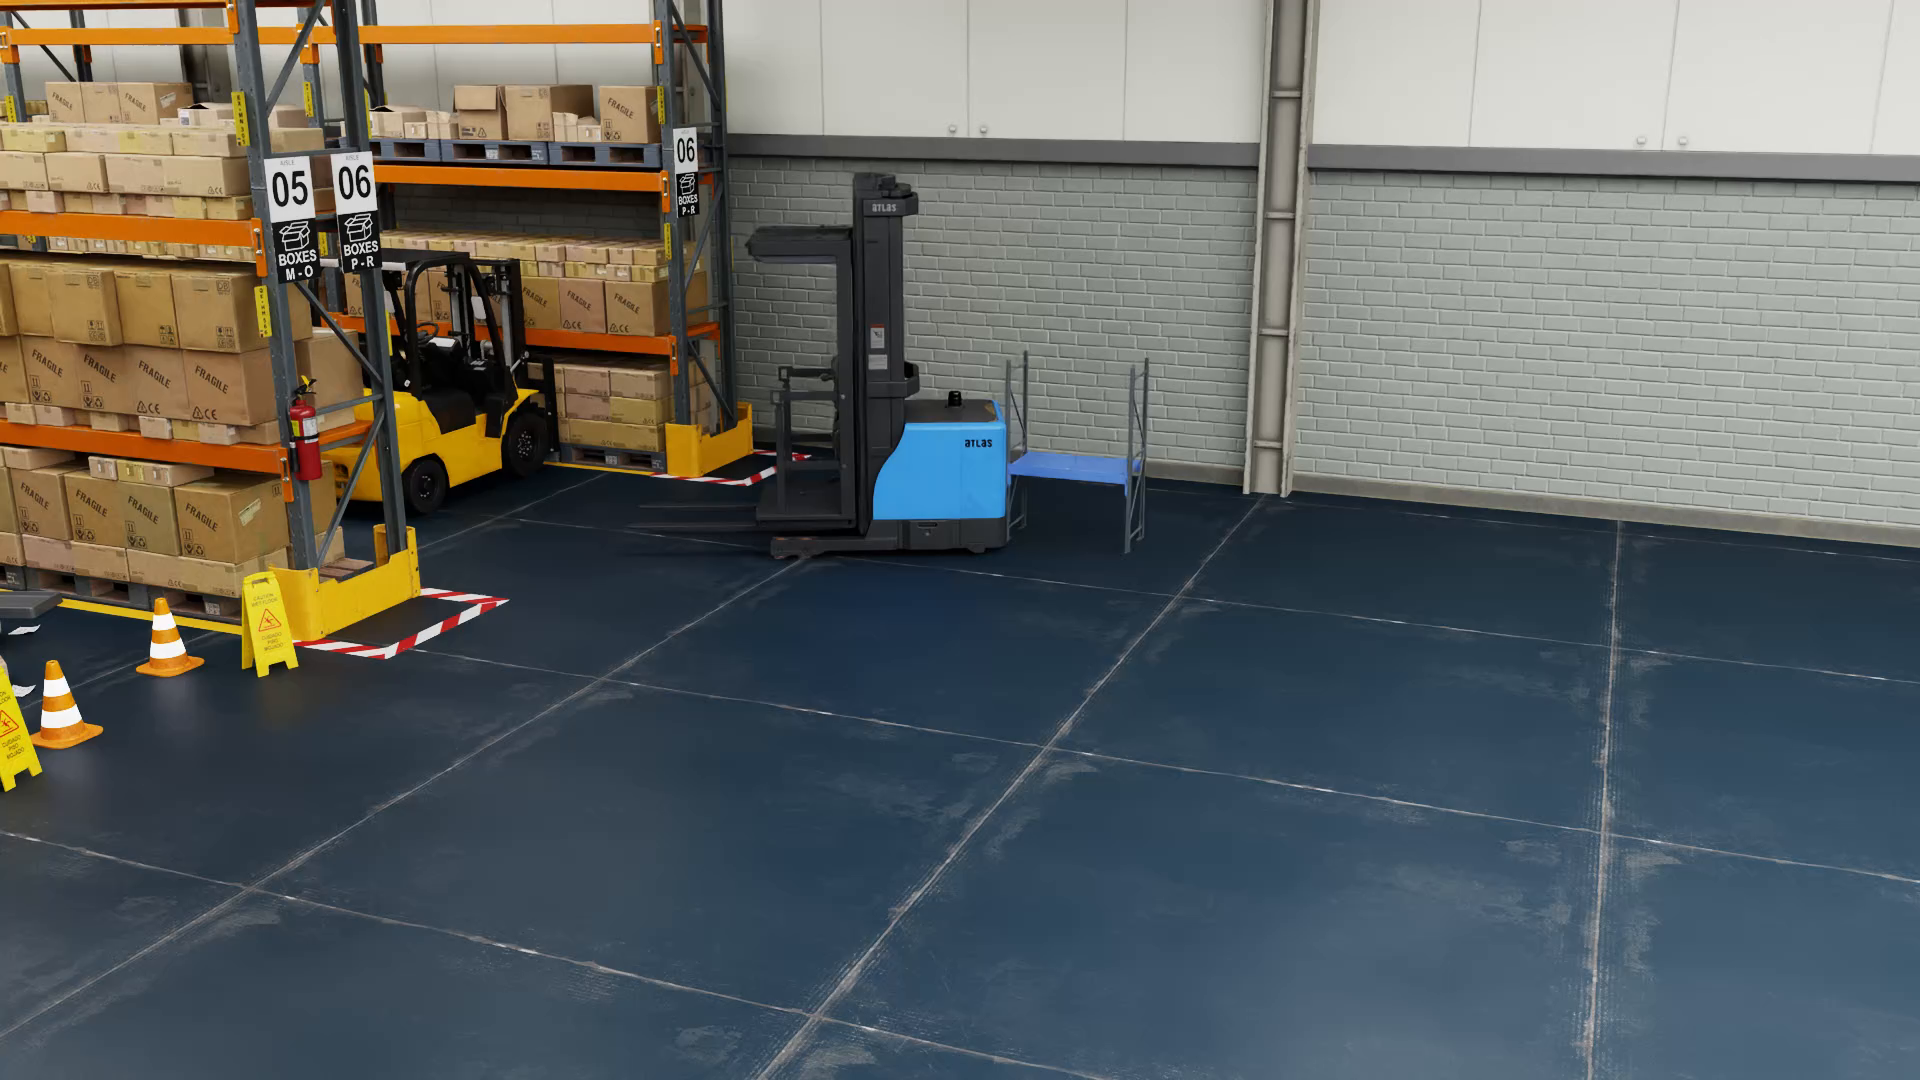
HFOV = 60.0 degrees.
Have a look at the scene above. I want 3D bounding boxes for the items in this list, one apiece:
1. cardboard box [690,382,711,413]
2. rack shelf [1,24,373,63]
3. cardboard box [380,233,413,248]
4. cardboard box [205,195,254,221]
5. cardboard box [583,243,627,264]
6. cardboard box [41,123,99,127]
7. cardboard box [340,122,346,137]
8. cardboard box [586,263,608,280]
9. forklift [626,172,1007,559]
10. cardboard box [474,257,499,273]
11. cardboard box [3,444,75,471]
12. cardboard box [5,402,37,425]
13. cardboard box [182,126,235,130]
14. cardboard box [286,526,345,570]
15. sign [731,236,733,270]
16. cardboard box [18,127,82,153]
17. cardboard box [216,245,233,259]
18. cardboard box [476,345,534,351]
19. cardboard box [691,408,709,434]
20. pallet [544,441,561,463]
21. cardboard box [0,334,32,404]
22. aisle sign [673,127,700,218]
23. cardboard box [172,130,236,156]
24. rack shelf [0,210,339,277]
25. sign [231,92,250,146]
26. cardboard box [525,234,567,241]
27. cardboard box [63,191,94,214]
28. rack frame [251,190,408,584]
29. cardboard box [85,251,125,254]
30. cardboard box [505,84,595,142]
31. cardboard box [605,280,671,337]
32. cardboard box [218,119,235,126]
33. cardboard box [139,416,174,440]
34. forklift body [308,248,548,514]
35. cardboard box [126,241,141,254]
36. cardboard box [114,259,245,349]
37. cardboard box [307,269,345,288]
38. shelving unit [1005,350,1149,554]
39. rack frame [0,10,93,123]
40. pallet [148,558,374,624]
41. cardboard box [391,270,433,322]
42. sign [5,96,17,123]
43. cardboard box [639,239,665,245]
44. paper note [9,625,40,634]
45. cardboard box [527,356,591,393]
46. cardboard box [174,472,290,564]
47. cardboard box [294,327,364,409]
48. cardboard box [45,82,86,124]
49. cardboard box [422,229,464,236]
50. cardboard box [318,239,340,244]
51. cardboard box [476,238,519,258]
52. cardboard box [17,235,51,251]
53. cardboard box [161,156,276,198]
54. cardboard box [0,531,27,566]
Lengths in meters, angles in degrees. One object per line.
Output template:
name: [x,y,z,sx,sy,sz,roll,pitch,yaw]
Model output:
cardboard box: [-2.813,-1.417,16.457,0.500,0.250,0.500,7,17,22]
rack shelf: [-8.033,-5.151,17.285,4.000,0.370,1.077,6,17,21]
cardboard box: [-5.702,-2.997,16.742,0.250,0.149,0.380,7,17,21]
cardboard box: [-4.704,-2.190,10.908,0.250,0.149,0.380,6,17,21]
cardboard box: [-3.357,-2.715,15.770,0.250,0.149,0.380,7,17,22]
cardboard box: [-6.384,-2.927,12.017,0.250,0.149,0.380,6,17,21]
cardboard box: [-5.867,-4.048,16.375,0.250,0.149,0.380,7,17,22]
cardboard box: [-3.345,-2.577,15.828,0.250,0.149,0.380,7,17,22]
forklift: [-1.156,-1.408,13.265,3.031,2.935,1.130,-1,16,-2]
cardboard box: [-4.542,-2.699,16.246,0.250,0.149,0.380,6,17,19]
cardboard box: [-6.716,-0.631,12.136,0.250,0.149,0.380,7,18,24]
cardboard box: [-6.629,-0.946,12.003,0.250,0.149,0.380,6,17,21]
cardboard box: [-5.182,-2.807,11.601,0.250,0.149,0.380,6,17,20]
cardboard box: [-4.919,0.058,12.271,0.500,0.250,0.500,6,17,20]
sign: [-2.243,-2.791,16.213,0.005,0.325,0.100,6,17,21]
cardboard box: [-6.131,-2.715,11.287,0.250,0.149,0.380,7,18,22]
cardboard box: [-7.541,-3.036,17.409,0.250,0.149,0.380,6,17,19]
cardboard box: [-4.702,-1.861,17.090,0.500,0.250,0.500,6,17,21]
cardboard box: [-2.837,-1.176,16.524,0.500,0.250,0.500,6,17,21]
pallet: [-4.310,-1.048,16.903,1.213,0.211,1.003,6,17,21]
cardboard box: [-6.746,-1.289,12.021,0.500,0.500,0.500,6,17,20]
aisle sign: [-2.498,-3.360,15.203,0.004,0.787,0.394,6,17,21]
cardboard box: [-4.918,-2.604,10.902,0.250,0.149,0.380,7,17,22]
rack shelf: [-6.130,-2.206,11.802,4.000,0.370,1.077,6,17,21]
sign: [-4.492,-2.630,10.385,0.005,0.325,0.100,6,17,21]
cardboard box: [-4.114,-2.952,16.585,0.250,0.149,0.380,6,17,21]
cardboard box: [-5.885,-2.328,11.384,0.250,0.149,0.380,6,17,19]
rack frame: [-4.270,-0.906,11.415,0.127,3.000,1.000,6,17,21]
cardboard box: [-9.105,-3.020,18.069,0.500,0.250,0.500,7,18,22]
cardboard box: [-3.869,-4.045,15.735,0.500,0.500,0.700,6,17,21]
cardboard box: [-3.006,-2.224,15.776,0.500,0.500,0.500,6,17,19]
cardboard box: [-7.307,-4.207,16.921,0.250,0.149,0.380,6,17,20]
cardboard box: [-5.454,-0.816,11.554,0.250,0.149,0.380,7,17,22]
forklift body: [-4.885,-1.507,15.008,1.214,2.155,2.313,6,17,21]
cardboard box: [-8.716,-3.175,17.887,0.250,0.149,0.380,6,17,21]
cardboard box: [-5.293,-1.627,11.391,0.500,0.500,0.700,6,17,21]
cardboard box: [-6.723,-2.755,17.156,0.500,0.250,0.500,6,17,19]
shelving unit: [0.940,-0.725,13.483,1.048,1.500,0.538,6,17,19]
rack frame: [-9.894,-5.893,17.834,0.127,3.000,1.000,6,17,21]
pallet: [-5.083,0.333,12.149,1.213,0.211,1.003,6,17,21]
cardboard box: [-5.365,-2.489,16.688,0.500,0.500,0.500,7,17,22]
sign: [-10.095,-4.561,17.696,0.005,0.325,0.100,6,17,21]
cardboard box: [-2.910,-2.830,16.164,0.250,0.149,0.380,7,18,23]
paper note: [-6.463,0.618,11.489,0.148,0.019,0.142,0,16,1]
cardboard box: [-3.945,-1.621,16.264,0.500,0.250,0.500,7,17,21]
cardboard box: [-5.111,-0.162,11.685,0.500,0.500,0.500,6,17,21]
cardboard box: [-4.608,-1.218,11.775,0.500,0.500,0.500,6,17,20]
cardboard box: [-9.309,-4.613,17.692,0.500,0.500,0.500,6,17,21]
cardboard box: [-5.296,-3.091,17.065,0.250,0.149,0.380,6,17,20]
cardboard box: [-6.651,-3.095,17.613,0.250,0.149,0.380,6,17,19]
cardboard box: [-4.519,-2.864,16.282,0.250,0.149,0.380,6,17,21]
cardboard box: [-10.315,-3.355,18.919,0.500,0.500,0.500,7,18,23]
cardboard box: [-4.844,-2.400,10.916,0.500,0.250,0.500,6,17,20]
cardboard box: [-7.040,-0.015,12.522,0.500,0.250,0.500,7,18,24]
